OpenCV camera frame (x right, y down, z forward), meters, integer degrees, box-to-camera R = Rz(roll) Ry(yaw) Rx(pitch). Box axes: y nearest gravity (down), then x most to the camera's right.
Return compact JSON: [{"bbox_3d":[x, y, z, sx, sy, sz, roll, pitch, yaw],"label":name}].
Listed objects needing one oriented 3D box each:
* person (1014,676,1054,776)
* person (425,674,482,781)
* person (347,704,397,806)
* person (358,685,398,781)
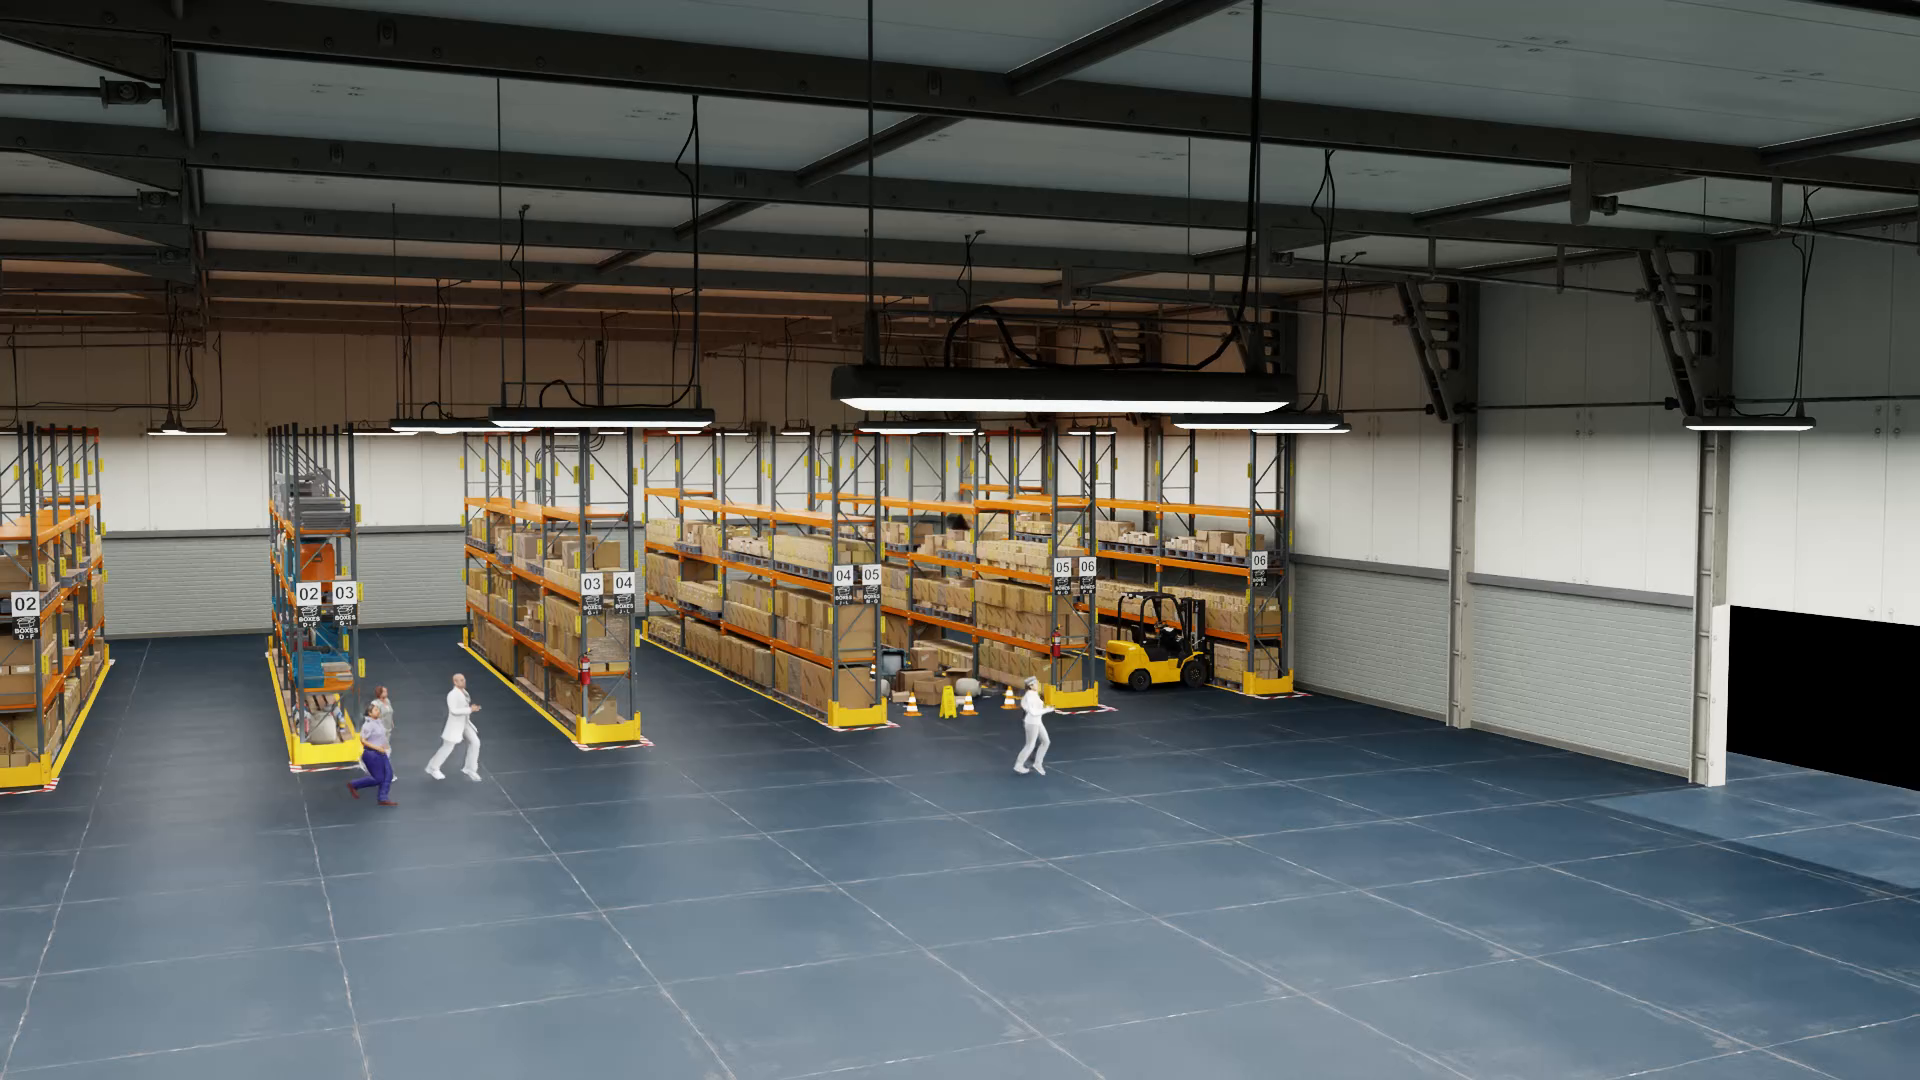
[{"bbox_3d":[1.265,3.153,28.242,0.684,1.734,0.471,1,4,12],"label":"person"},{"bbox_3d":[-8.425,3.140,27.788,0.988,1.835,0.732,1,4,11],"label":"person"},{"bbox_3d":[-9.122,3.348,25.815,0.734,1.598,0.588,0,3,-2],"label":"person"},{"bbox_3d":[-9.755,3.224,27.887,0.750,1.590,0.552,1,4,17],"label":"person"}]
